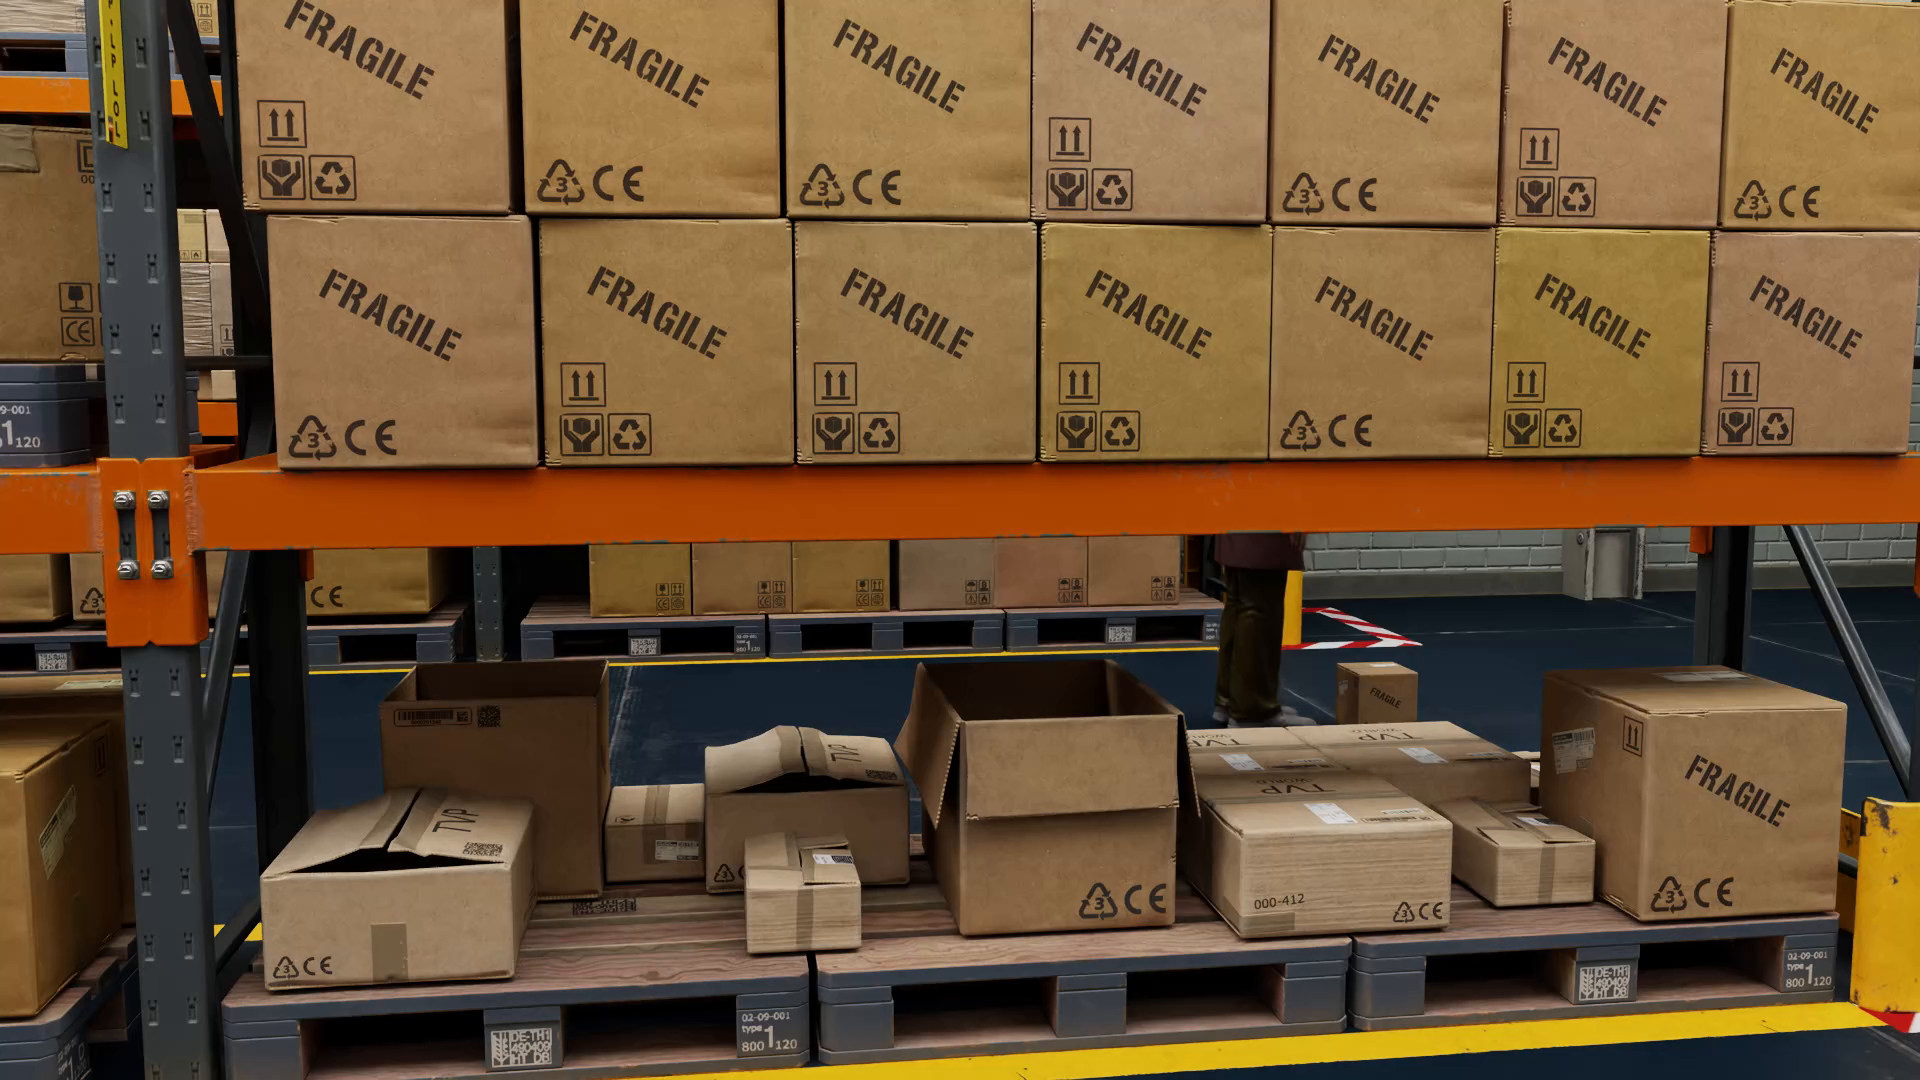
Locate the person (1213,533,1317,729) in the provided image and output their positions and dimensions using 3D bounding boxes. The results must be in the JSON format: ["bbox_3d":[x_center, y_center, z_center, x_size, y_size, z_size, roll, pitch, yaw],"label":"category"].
[{"bbox_3d":[1.235,-0.108,6.692,0.405,1.791,0.583,-1,6,-8],"label":"person"}]
